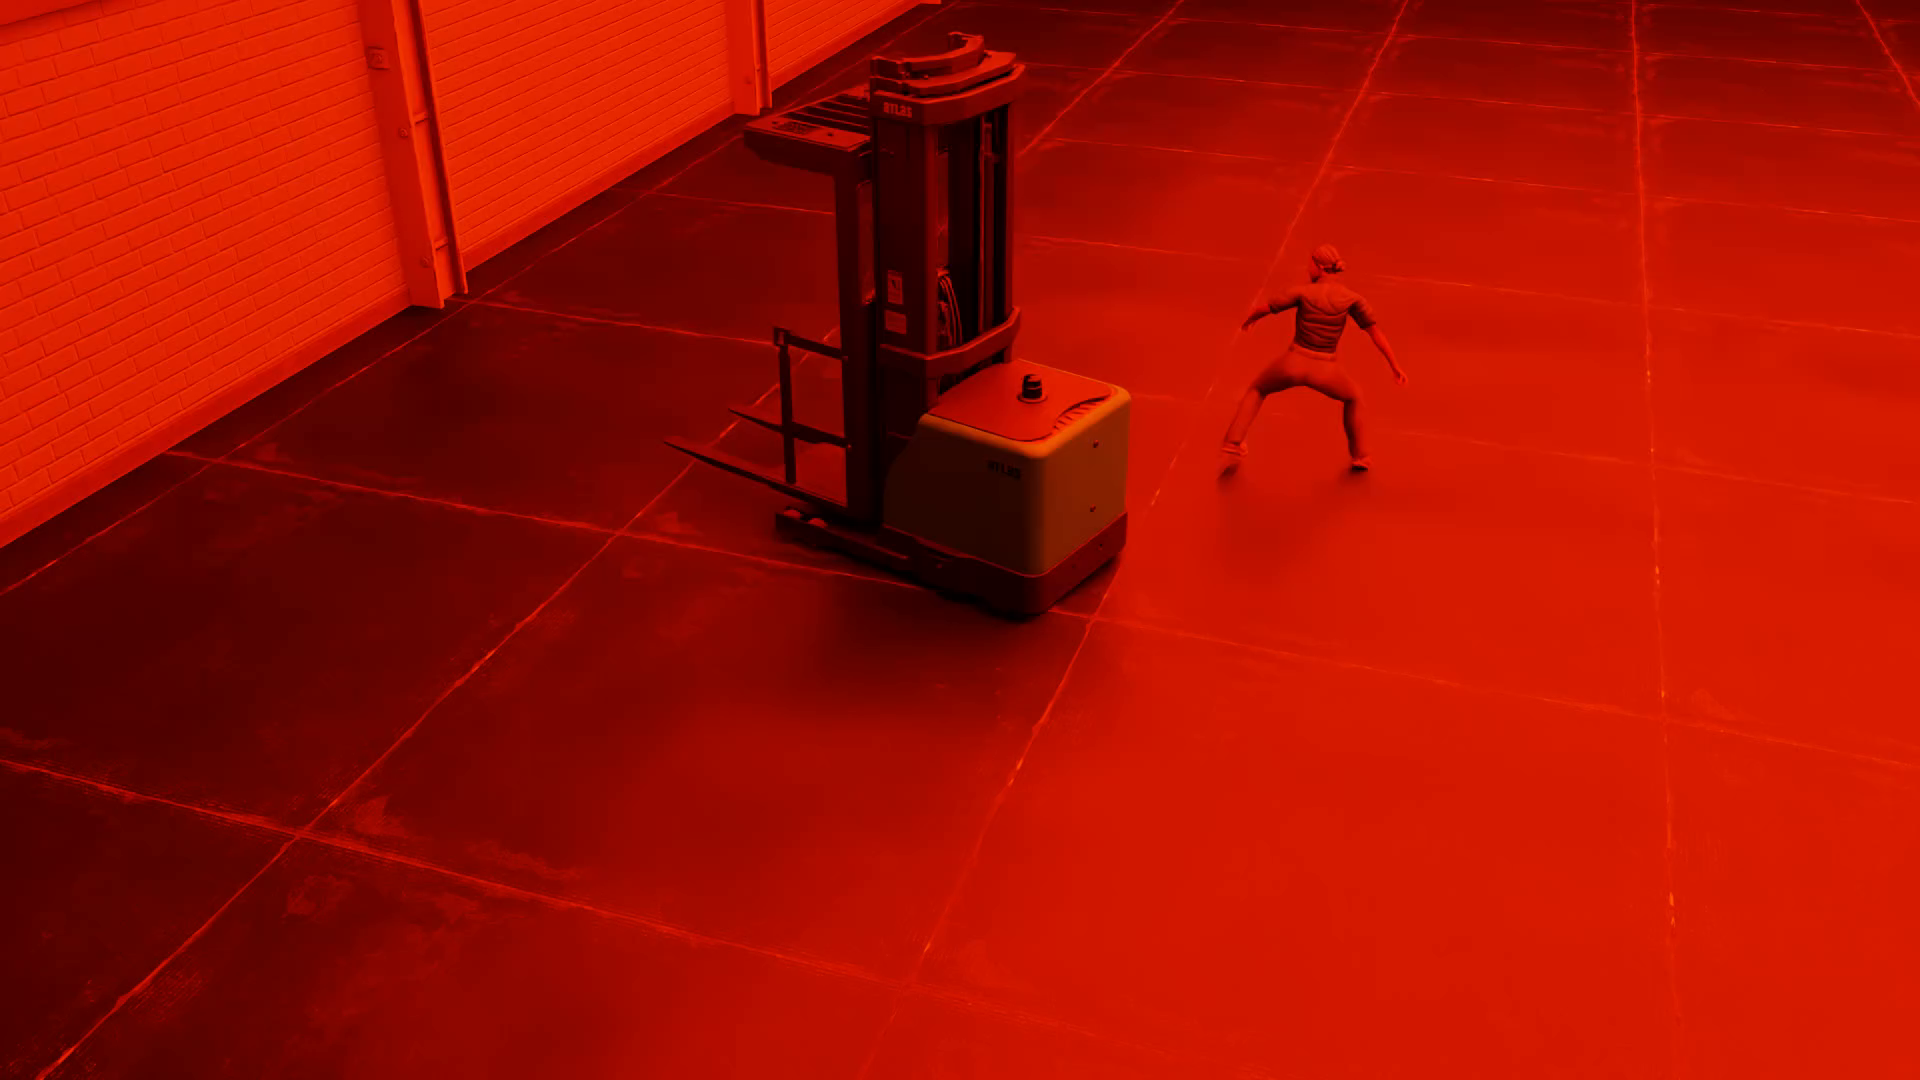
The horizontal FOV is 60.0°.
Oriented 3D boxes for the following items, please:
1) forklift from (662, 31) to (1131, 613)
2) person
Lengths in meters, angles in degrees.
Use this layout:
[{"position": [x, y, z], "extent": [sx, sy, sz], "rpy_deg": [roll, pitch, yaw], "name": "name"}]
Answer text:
[{"position": [-0.510, -1.429, 9.643], "extent": [3.031, 2.935, 1.130], "rpy_deg": [19, 35, 30], "name": "forklift"}, {"position": [2.288, -1.092, 10.588], "extent": [1.104, 1.580, 0.525], "rpy_deg": [8, 31, 14], "name": "person"}]
